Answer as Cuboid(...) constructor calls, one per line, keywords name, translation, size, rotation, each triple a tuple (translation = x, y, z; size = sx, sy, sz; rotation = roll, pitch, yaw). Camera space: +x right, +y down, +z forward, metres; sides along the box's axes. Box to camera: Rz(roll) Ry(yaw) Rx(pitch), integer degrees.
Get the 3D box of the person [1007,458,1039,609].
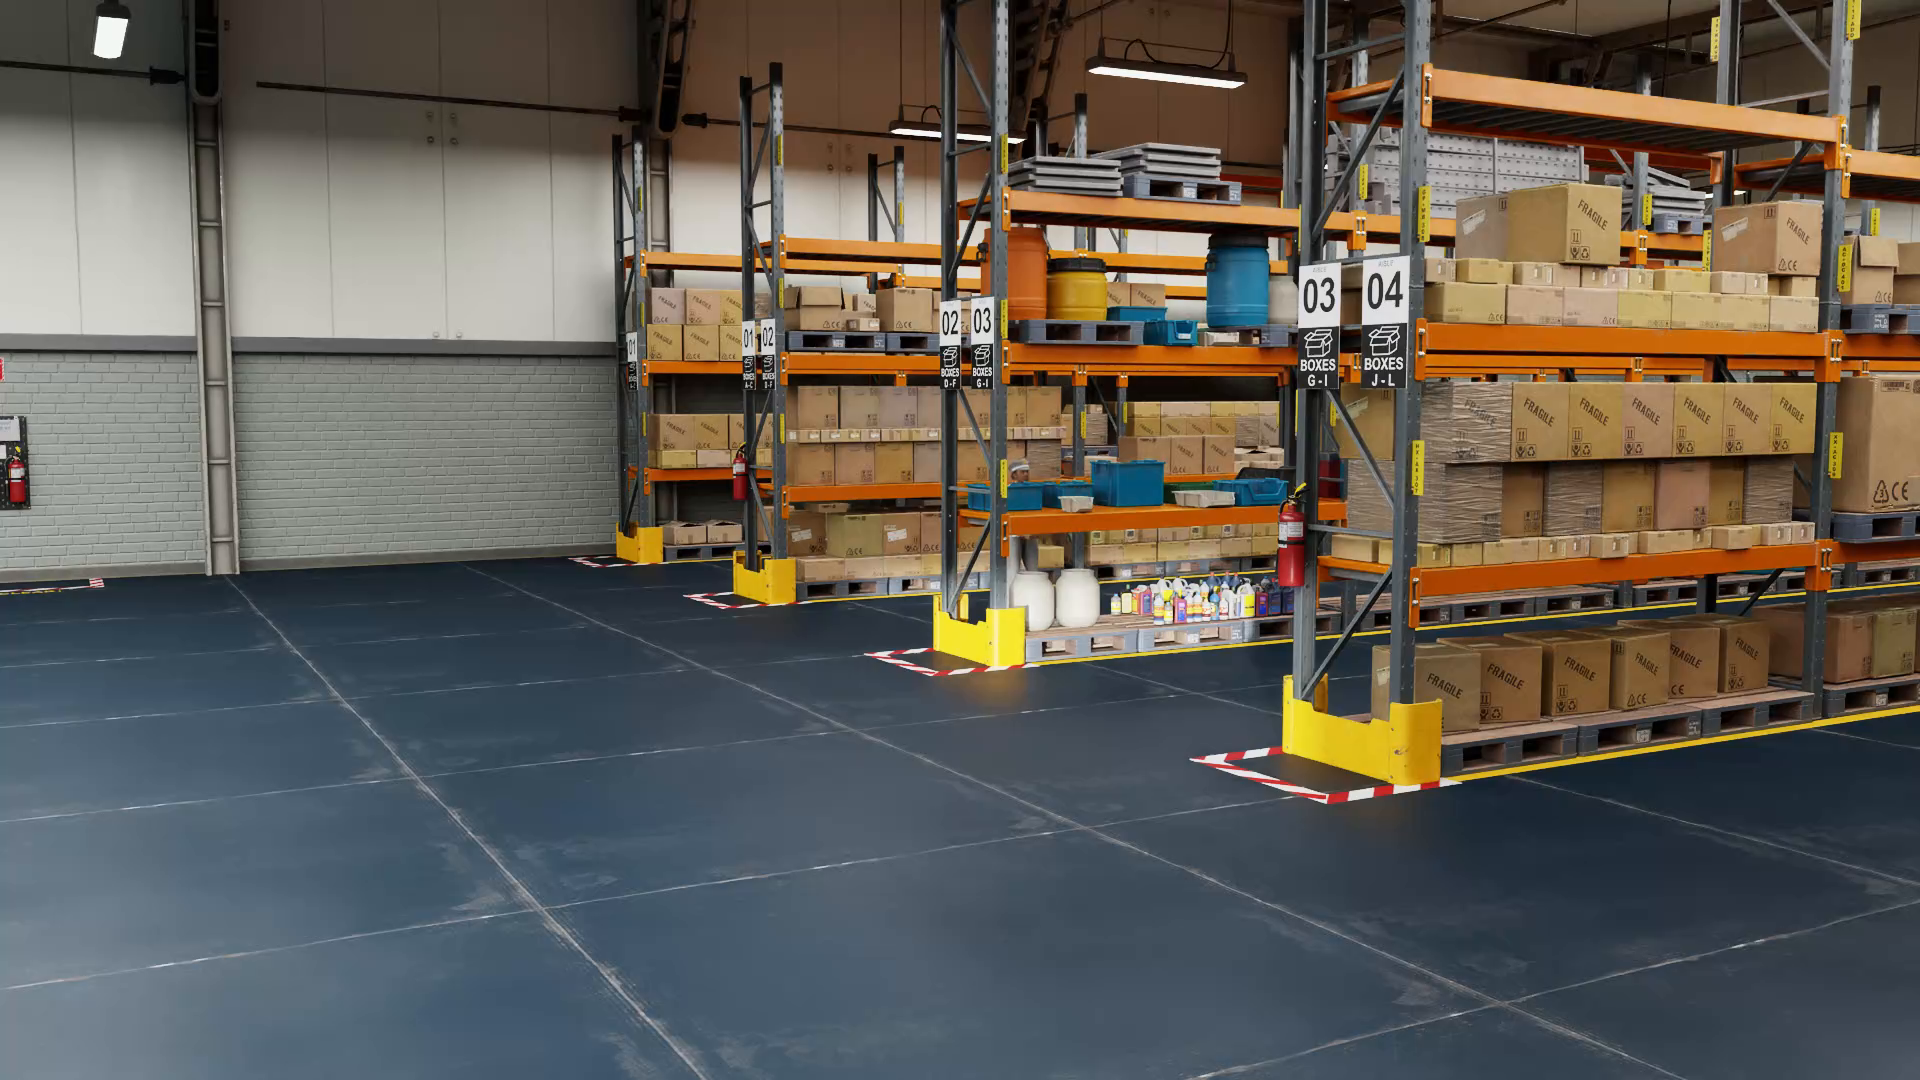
Cuboid(name="person", translation=(0.678, -0.014, 17.499), size=(0.449, 1.689, 0.533), rotation=(-3, 6, -29))
